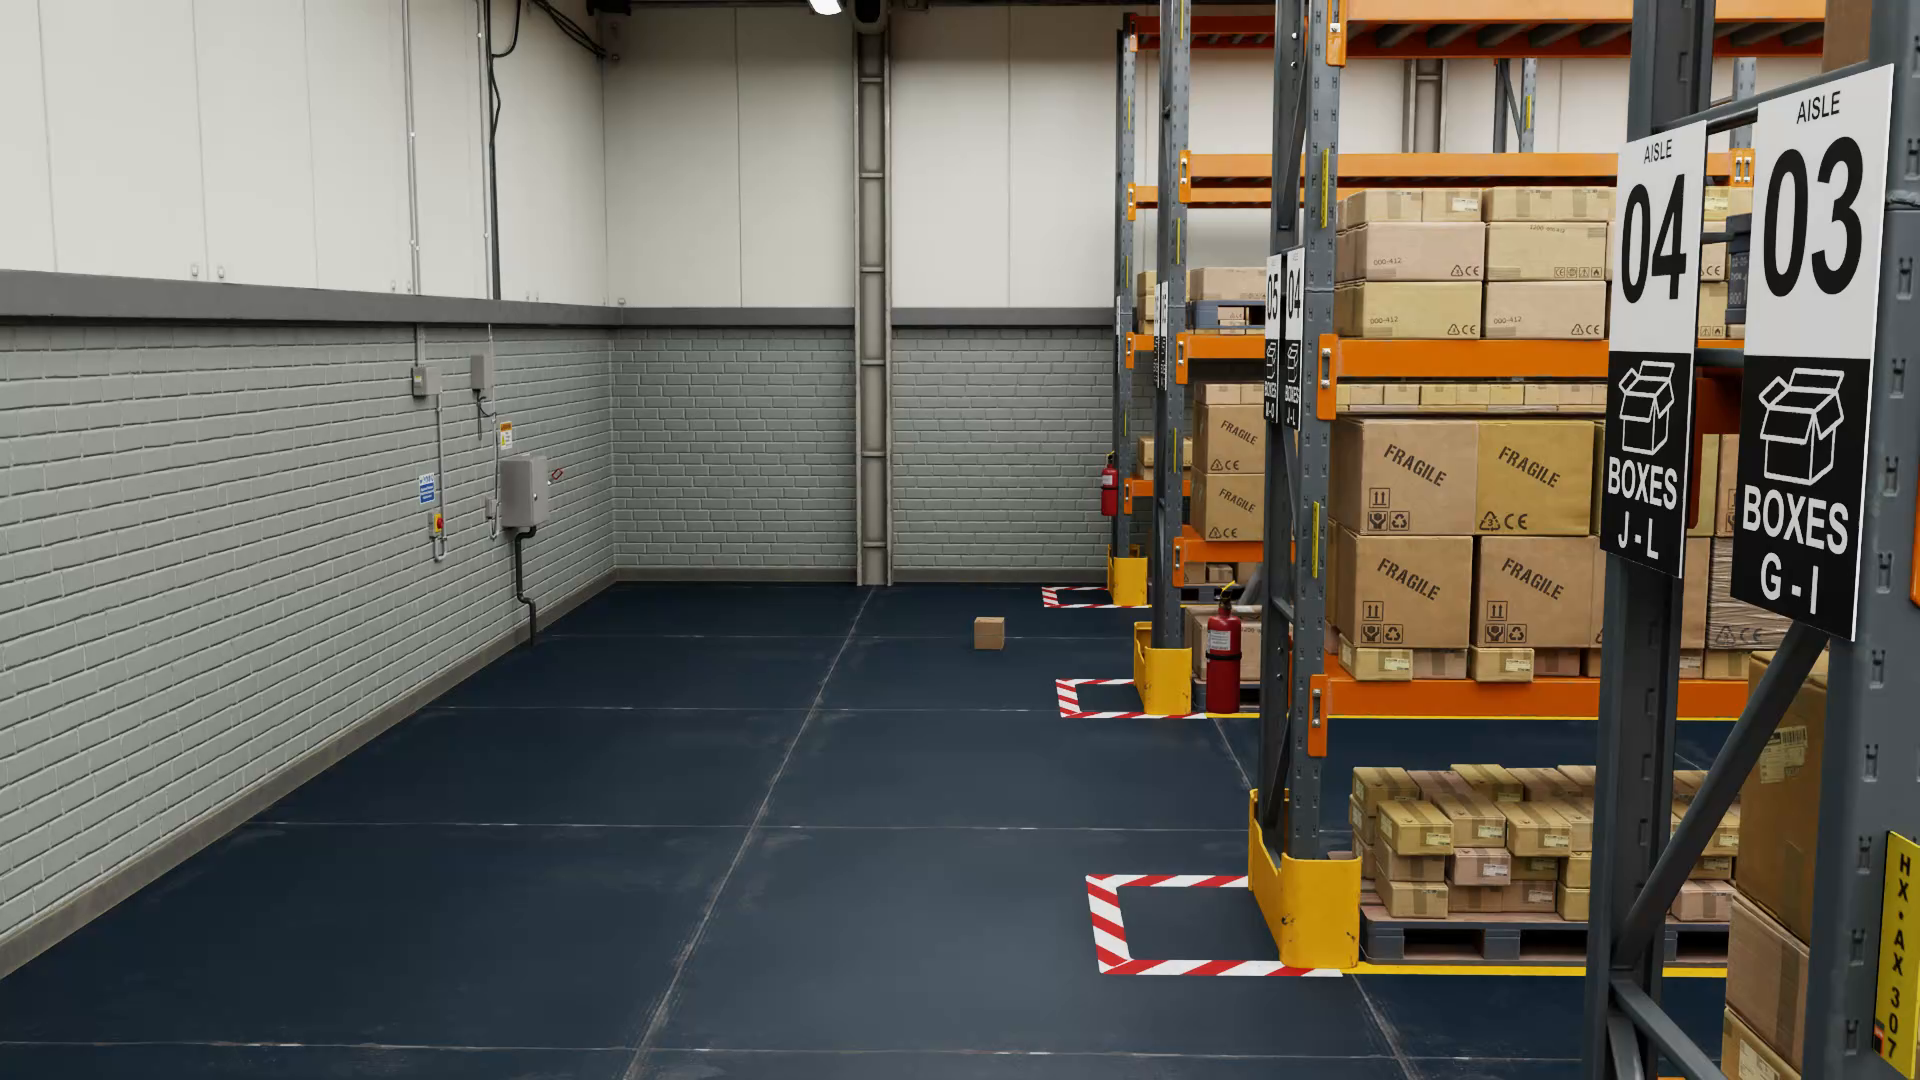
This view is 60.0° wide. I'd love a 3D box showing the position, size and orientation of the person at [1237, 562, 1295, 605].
[{"bbox_3d":[3.149,-0.051,15.953,1.014,1.713,0.543,-1,7,-7],"label":"person"}]
